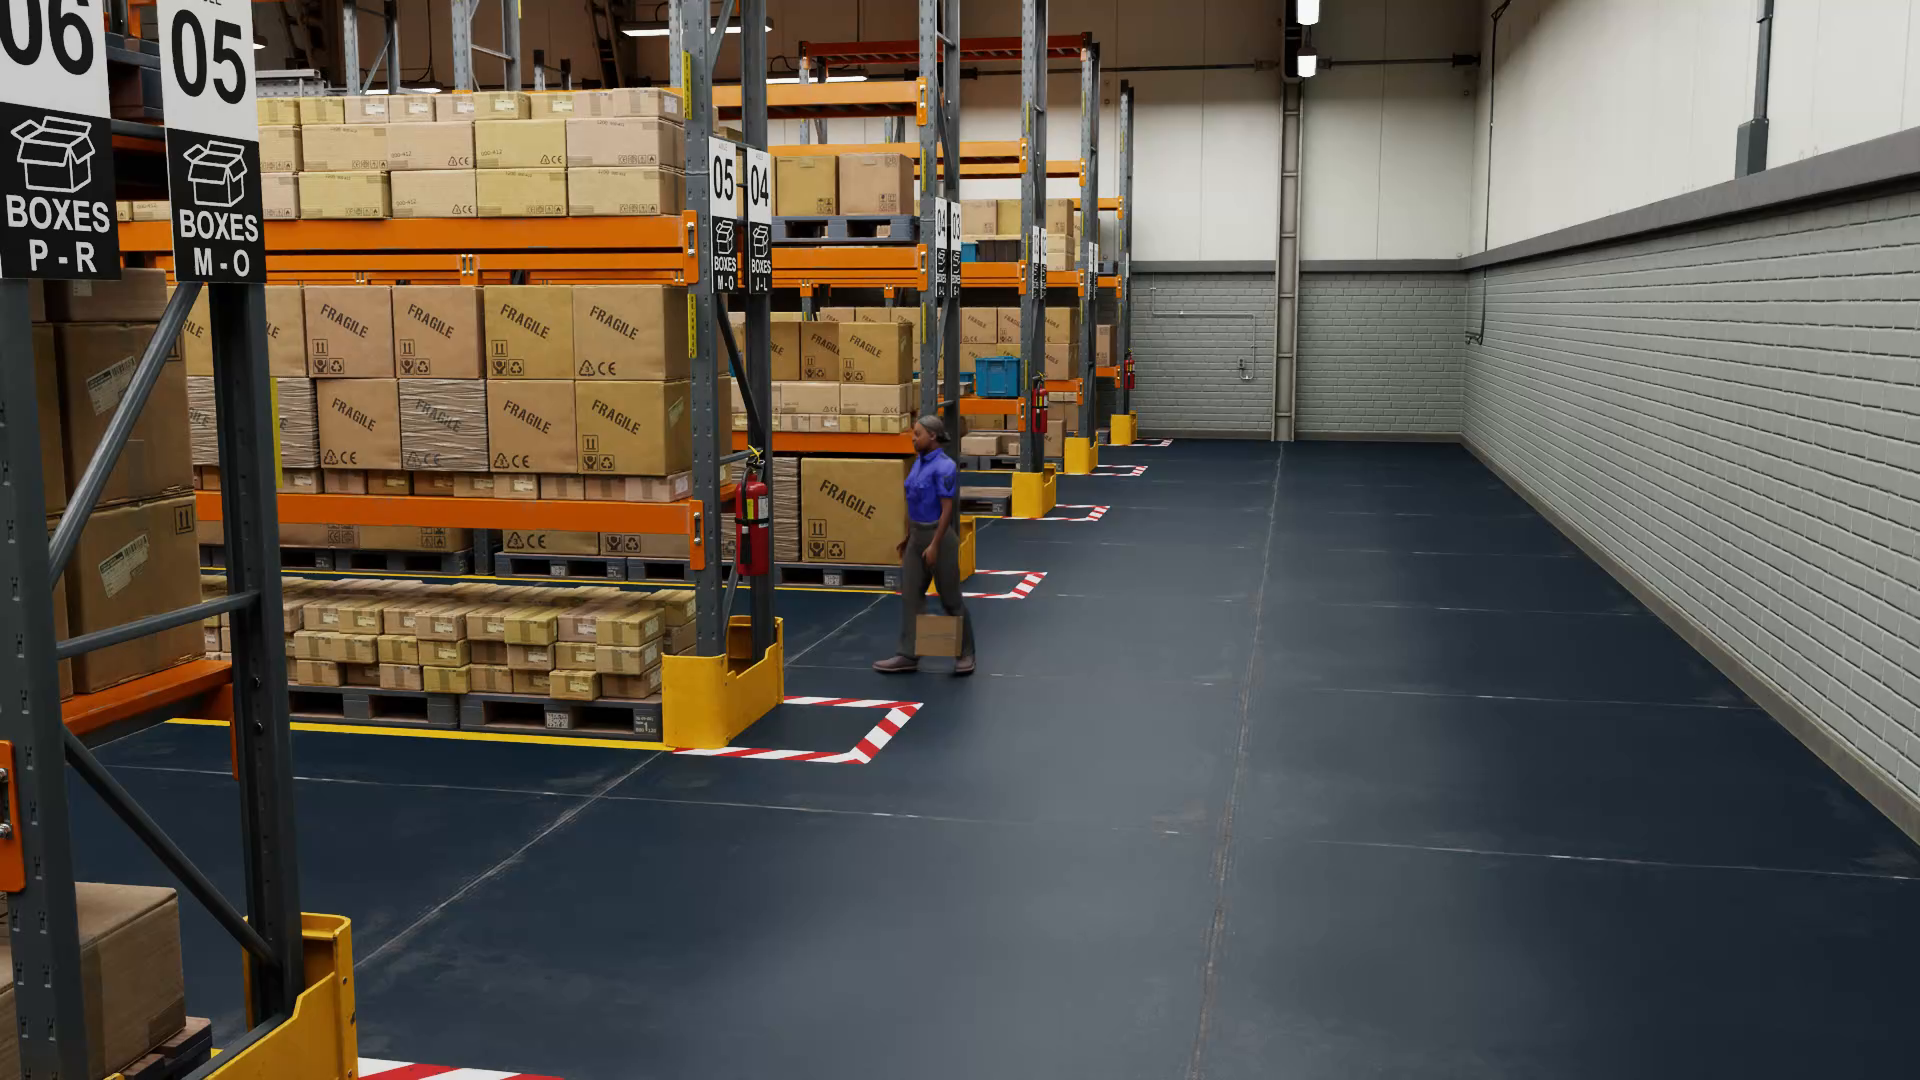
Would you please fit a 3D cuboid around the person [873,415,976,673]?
[{"bbox_3d":[-0.220,0.023,10.647,0.622,1.649,0.584,-5,9,-32],"label":"person"}]
